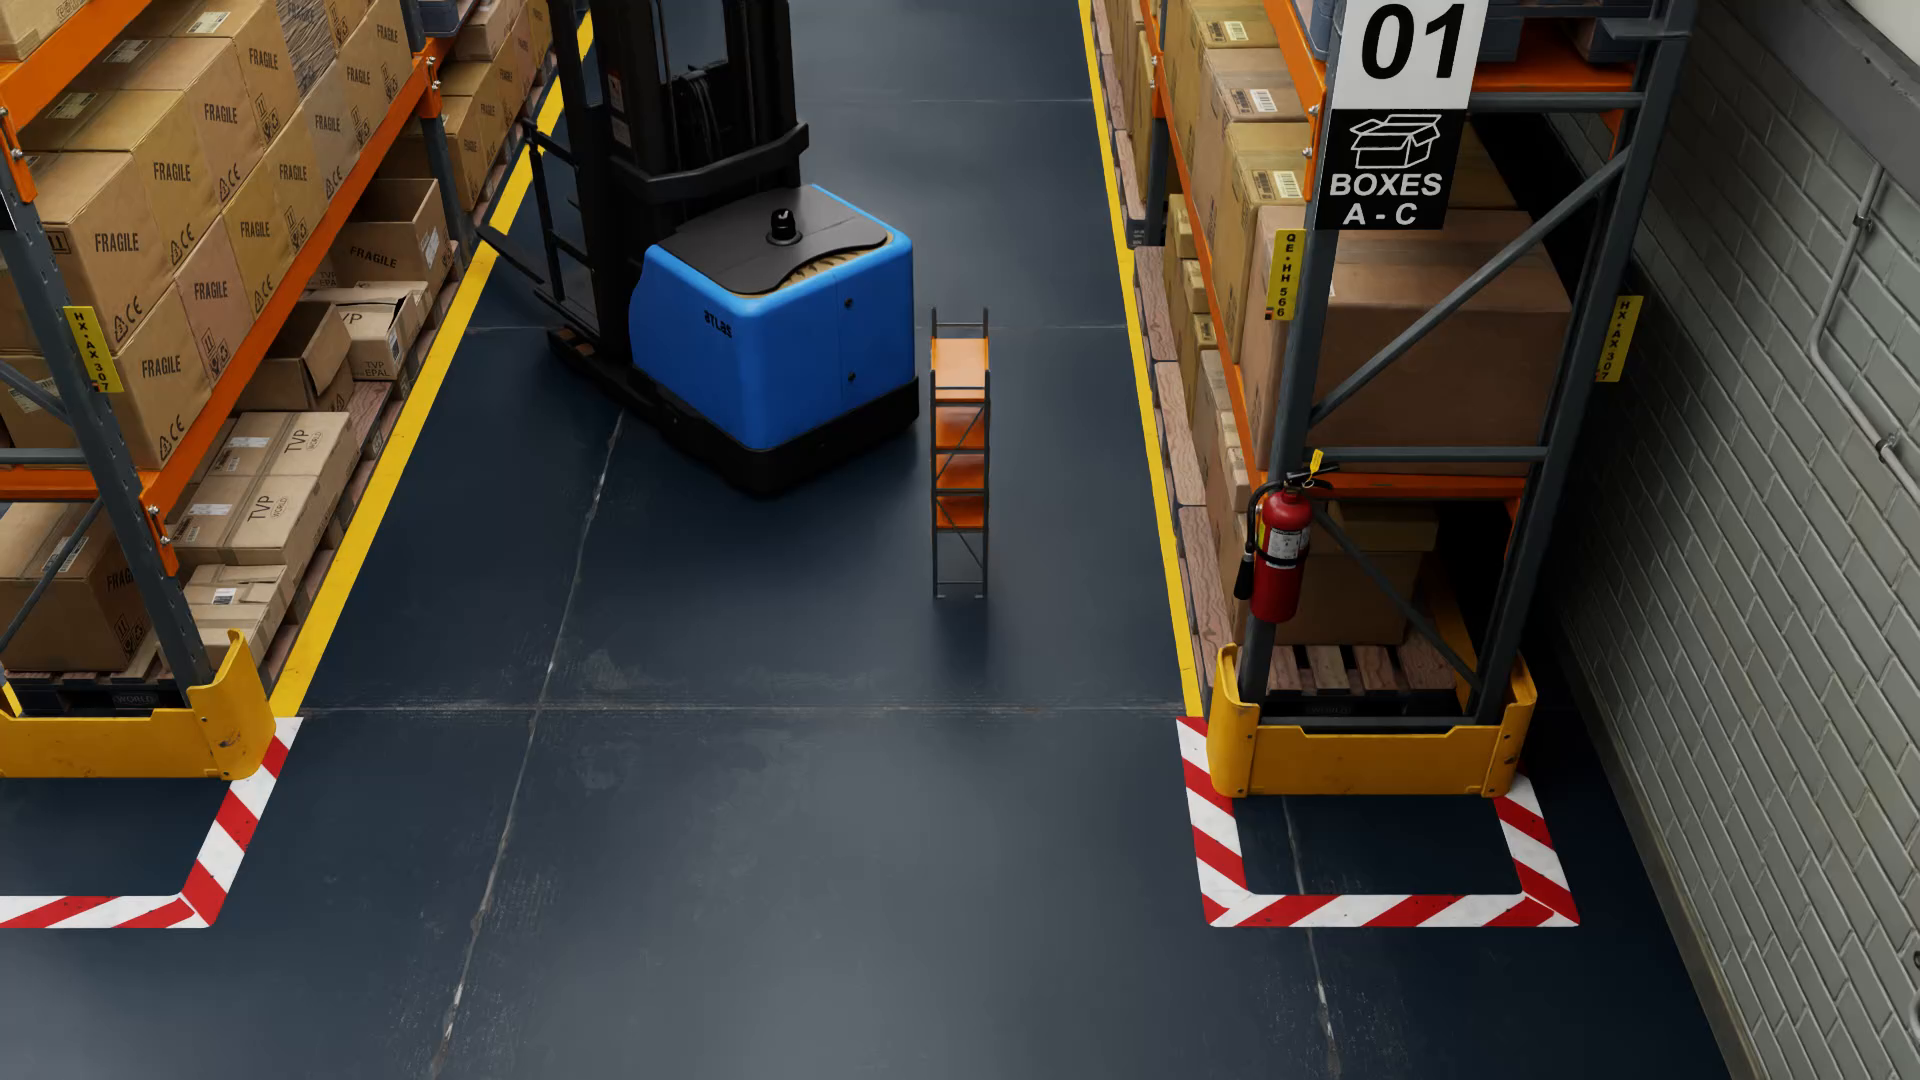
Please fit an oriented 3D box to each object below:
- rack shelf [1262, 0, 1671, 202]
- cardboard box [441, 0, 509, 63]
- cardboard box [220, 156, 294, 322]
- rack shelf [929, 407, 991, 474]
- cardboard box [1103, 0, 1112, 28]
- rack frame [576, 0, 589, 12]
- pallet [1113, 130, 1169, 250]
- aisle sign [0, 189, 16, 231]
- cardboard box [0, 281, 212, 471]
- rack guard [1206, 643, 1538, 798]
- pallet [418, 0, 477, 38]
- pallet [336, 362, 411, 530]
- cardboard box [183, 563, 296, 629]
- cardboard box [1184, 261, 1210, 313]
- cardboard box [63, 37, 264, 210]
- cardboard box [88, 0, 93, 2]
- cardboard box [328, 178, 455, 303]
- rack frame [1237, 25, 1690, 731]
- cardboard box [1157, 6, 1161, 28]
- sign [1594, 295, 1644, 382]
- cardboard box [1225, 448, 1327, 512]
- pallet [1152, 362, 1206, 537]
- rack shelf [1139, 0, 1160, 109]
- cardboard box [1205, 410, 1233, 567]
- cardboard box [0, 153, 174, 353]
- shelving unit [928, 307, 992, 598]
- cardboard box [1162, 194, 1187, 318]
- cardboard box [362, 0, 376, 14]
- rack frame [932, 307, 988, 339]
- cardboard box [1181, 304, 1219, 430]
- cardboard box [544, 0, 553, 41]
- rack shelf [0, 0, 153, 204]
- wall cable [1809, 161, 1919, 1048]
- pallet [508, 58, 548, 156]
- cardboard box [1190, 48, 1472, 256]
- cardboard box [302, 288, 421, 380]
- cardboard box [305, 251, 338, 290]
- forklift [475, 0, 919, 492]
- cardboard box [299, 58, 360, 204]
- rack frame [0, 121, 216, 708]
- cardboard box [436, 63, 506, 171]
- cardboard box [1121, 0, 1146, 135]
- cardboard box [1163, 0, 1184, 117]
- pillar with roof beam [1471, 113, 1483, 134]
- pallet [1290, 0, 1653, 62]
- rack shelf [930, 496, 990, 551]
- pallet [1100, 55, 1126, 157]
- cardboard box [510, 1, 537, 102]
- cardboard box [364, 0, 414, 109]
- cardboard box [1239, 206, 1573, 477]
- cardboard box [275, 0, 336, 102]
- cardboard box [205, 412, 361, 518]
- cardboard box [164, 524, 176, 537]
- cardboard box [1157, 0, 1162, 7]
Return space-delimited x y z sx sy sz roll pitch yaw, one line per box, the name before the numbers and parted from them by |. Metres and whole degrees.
rack shelf | 1.576 -2.428 6.558 1.077 0.370 4.000 0 39 0
cardboard box | -3.138 -3.200 10.392 0.500 0.250 0.500 0 39 0
cardboard box | -3.116 -1.235 6.812 0.500 0.500 0.500 0 39 0
rack shelf | 0.000 -0.487 7.148 0.258 0.148 0.480 0 39 0
cardboard box | 1.439 -4.155 11.920 0.750 0.750 0.750 -1 39 -1
rack frame | -3.384 -5.284 11.946 1.000 3.000 0.127 0 39 0
pallet | 1.498 -2.183 10.306 1.003 0.211 1.213 0 39 0
aisle sign | -3.082 -1.254 4.837 0.394 0.787 0.004 0 39 0
cardboard box | -3.112 -0.598 6.018 0.500 0.500 0.500 1 39 1
rack guard | 1.578 0.703 6.473 1.175 0.500 0.348 0 39 0
pallet | -3.272 -3.208 9.508 1.003 0.211 1.213 0 39 0
pallet | -3.376 -0.500 8.206 1.003 0.211 1.213 0 39 0
cardboard box | -3.032 0.234 6.973 0.380 0.166 0.250 0 39 0
cardboard box | 1.291 -1.222 8.021 0.380 0.149 0.250 -1 39 -1
cardboard box | -3.116 -1.628 6.504 0.500 0.500 0.500 0 39 1
cardboard box | -3.109 -2.028 5.603 0.500 0.250 0.500 0 39 0
cardboard box | -3.096 -1.623 9.024 0.500 0.500 0.500 0 39 0
rack frame | 1.578 -0.288 5.710 1.000 3.000 0.127 0 39 0
cardboard box | 1.290 -2.910 9.167 0.380 0.149 0.250 0 39 0
sign | 2.133 -0.653 5.410 0.100 0.325 0.005 0 39 0
cardboard box | 1.295 -0.247 6.804 0.380 0.149 0.250 0 39 -1
pallet | 1.501 -0.460 8.156 1.003 0.211 1.213 0 39 0
rack shelf | 1.571 -3.759 10.617 1.077 0.370 4.000 0 39 0
cardboard box | 1.477 -0.227 7.297 0.700 0.500 0.500 0 39 0
cardboard box | -3.112 -0.988 5.705 0.500 0.500 0.500 1 39 1
shelving unit | 0.000 -0.365 7.246 0.258 1.200 0.503 0 39 0
cardboard box | 1.472 -1.510 8.898 0.700 0.500 0.500 0 39 1
cardboard box | -3.120 -2.896 8.086 0.500 0.500 0.500 0 39 0
rack frame | 0.000 -0.517 7.436 0.240 1.200 0.015 0 39 0
cardboard box | 1.468 -0.874 8.106 0.700 0.500 0.500 1 39 1
cardboard box | -3.149 -3.896 11.860 0.500 0.500 0.500 1 39 2
rack shelf | -3.378 -2.422 6.550 1.077 0.370 4.000 0 39 0
wall cable | 2.526 0.116 4.394 0.084 1.984 1.851 0 39 0
pallet | -3.423 -2.968 11.285 1.003 0.211 1.213 0 39 0
cardboard box | 1.564 -1.655 7.177 0.980 0.700 0.700 -2 39 -2
cardboard box | -3.095 -1.080 8.498 0.500 0.311 0.500 0 39 0
cardboard box | -3.596 -1.643 9.200 0.500 0.311 0.500 0 39 0
forklift | -1.561 -2.212 8.166 1.130 2.935 3.031 -29 47 -31
cardboard box | -3.118 -1.866 7.600 0.500 0.500 0.500 1 39 1
rack frame | -3.375 -0.282 5.703 1.000 3.000 0.127 0 39 0
cardboard box | -3.149 -2.615 10.262 0.500 0.500 0.500 0 39 1
cardboard box | 1.439 -3.076 10.573 0.750 0.750 0.750 1 39 1
cardboard box | 1.558 -2.567 8.314 0.980 0.700 0.700 1 39 1
pillar with roof beam | -1.865 -4.690 6.406 9.100 9.000 0.400 0 39 0
pallet | 1.567 -1.887 5.379 1.003 0.211 1.213 0 39 0
rack shelf | 0.000 -0.157 7.412 0.258 0.148 0.480 0 39 0
pallet | 1.493 -2.948 11.260 1.003 0.211 1.213 0 39 0
cardboard box | -3.142 -3.244 11.047 0.500 0.500 0.500 -1 39 -2
cardboard box | -3.123 -2.510 8.403 0.500 0.500 0.500 1 39 1
cardboard box | 1.568 -0.723 6.014 0.980 0.700 0.700 2 39 2
cardboard box | -3.117 -2.261 7.293 0.500 0.500 0.500 0 39 0
cardboard box | -3.093 -0.346 7.630 0.500 0.250 0.500 0 39 0
cardboard box | -3.533 0.059 7.191 0.380 0.166 0.250 0 39 0
cardboard box | 1.321 -3.240 9.061 0.500 0.500 0.500 -1 39 -1
